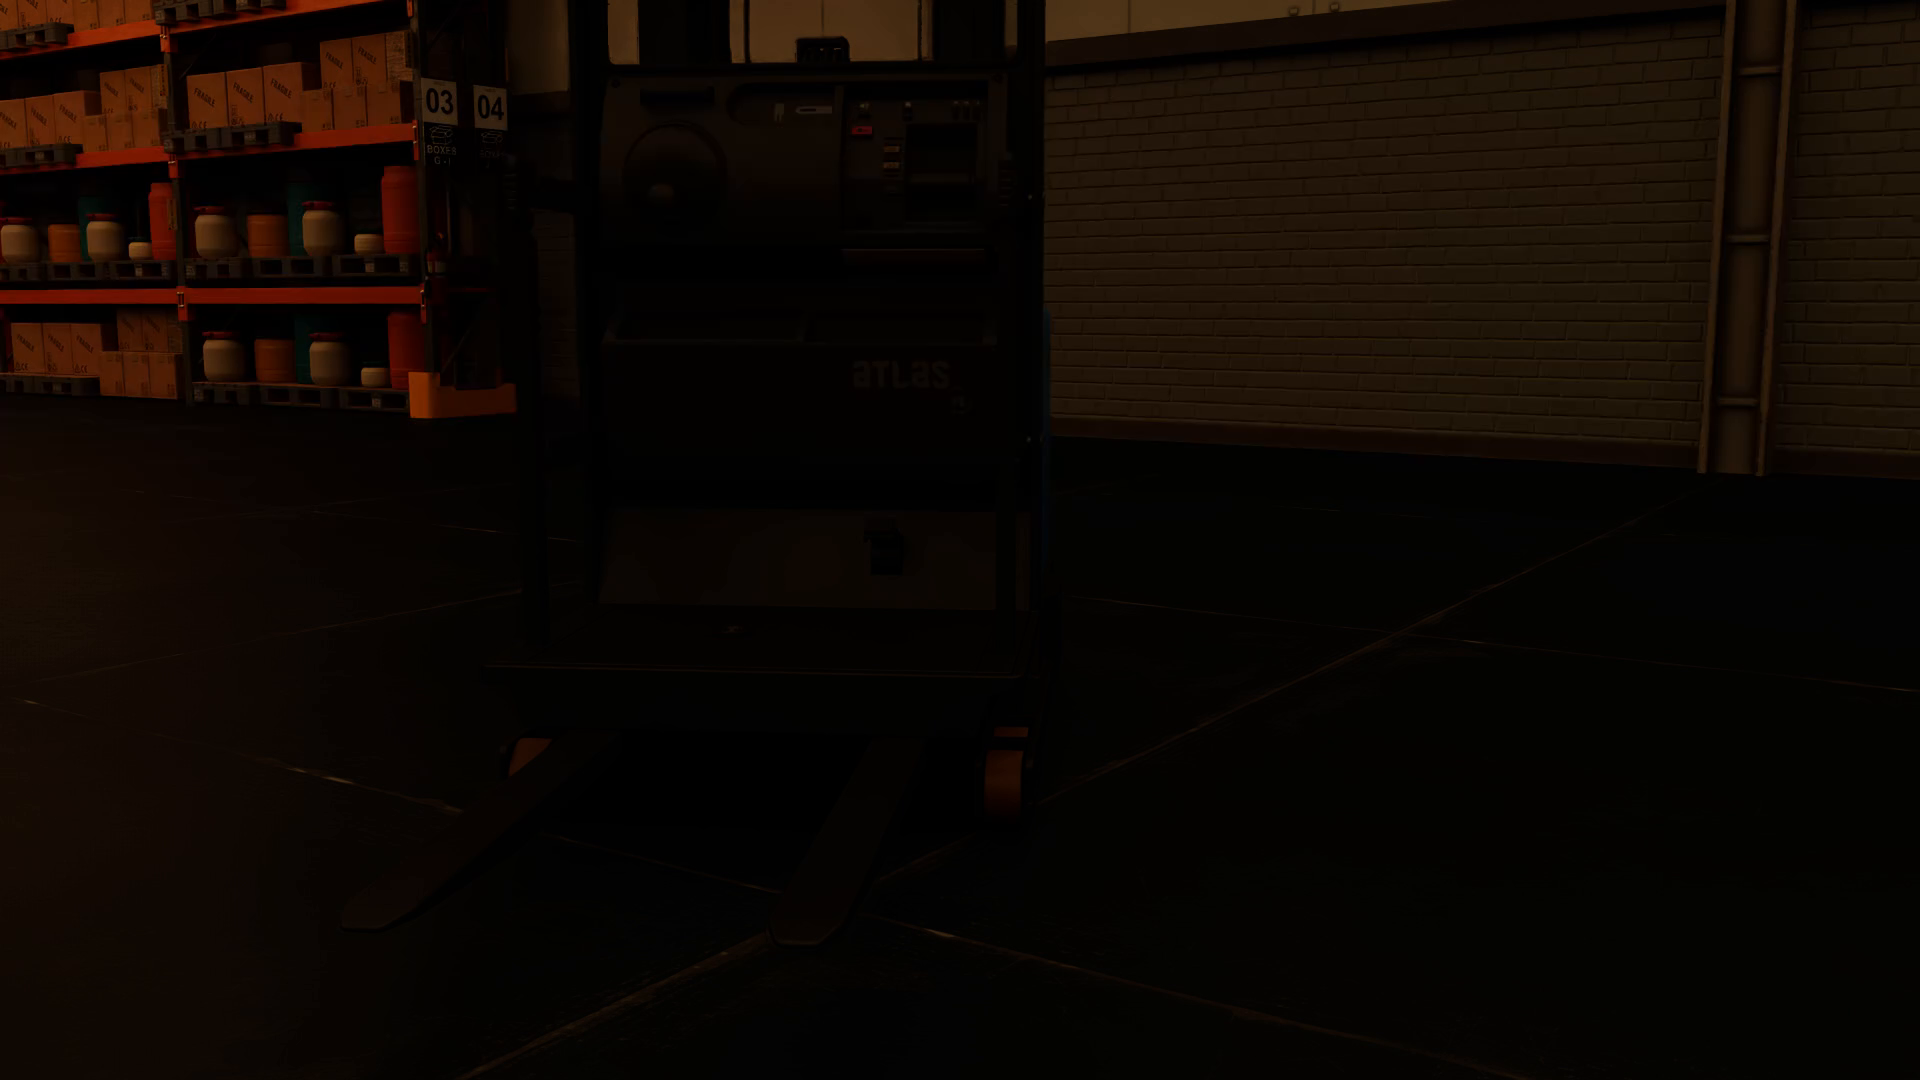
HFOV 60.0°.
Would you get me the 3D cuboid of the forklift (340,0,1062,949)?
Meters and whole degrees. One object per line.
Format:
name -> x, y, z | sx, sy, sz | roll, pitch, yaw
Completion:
forklift -> -0.374, -0.907, 3.568 | 1.130, 2.935, 3.031 | 1, 8, 5
